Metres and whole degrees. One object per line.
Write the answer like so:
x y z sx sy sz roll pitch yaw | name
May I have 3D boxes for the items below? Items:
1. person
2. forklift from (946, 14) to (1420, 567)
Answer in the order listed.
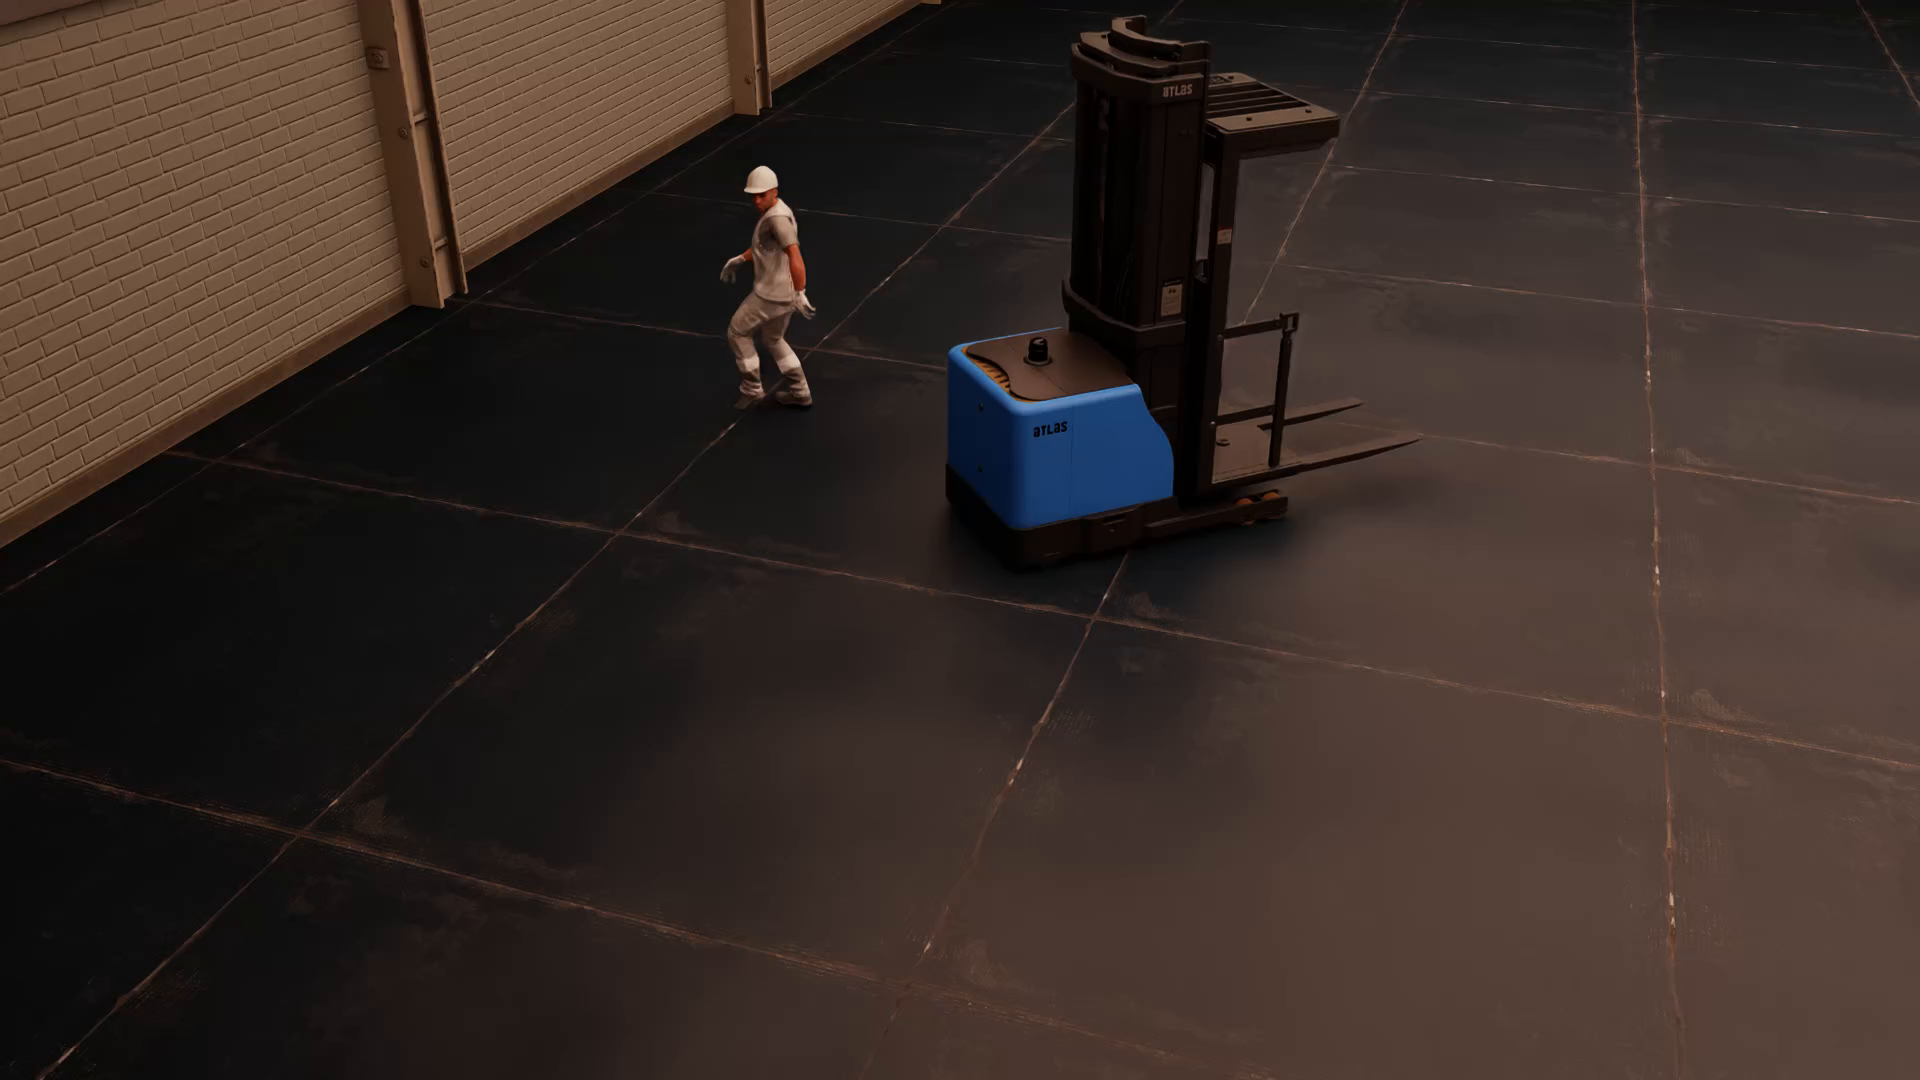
-1.257 -1.672 11.352 0.813 1.777 0.627 10 31 16 | person
1.475 -1.587 9.920 3.031 2.935 1.130 -12 32 -21 | forklift
